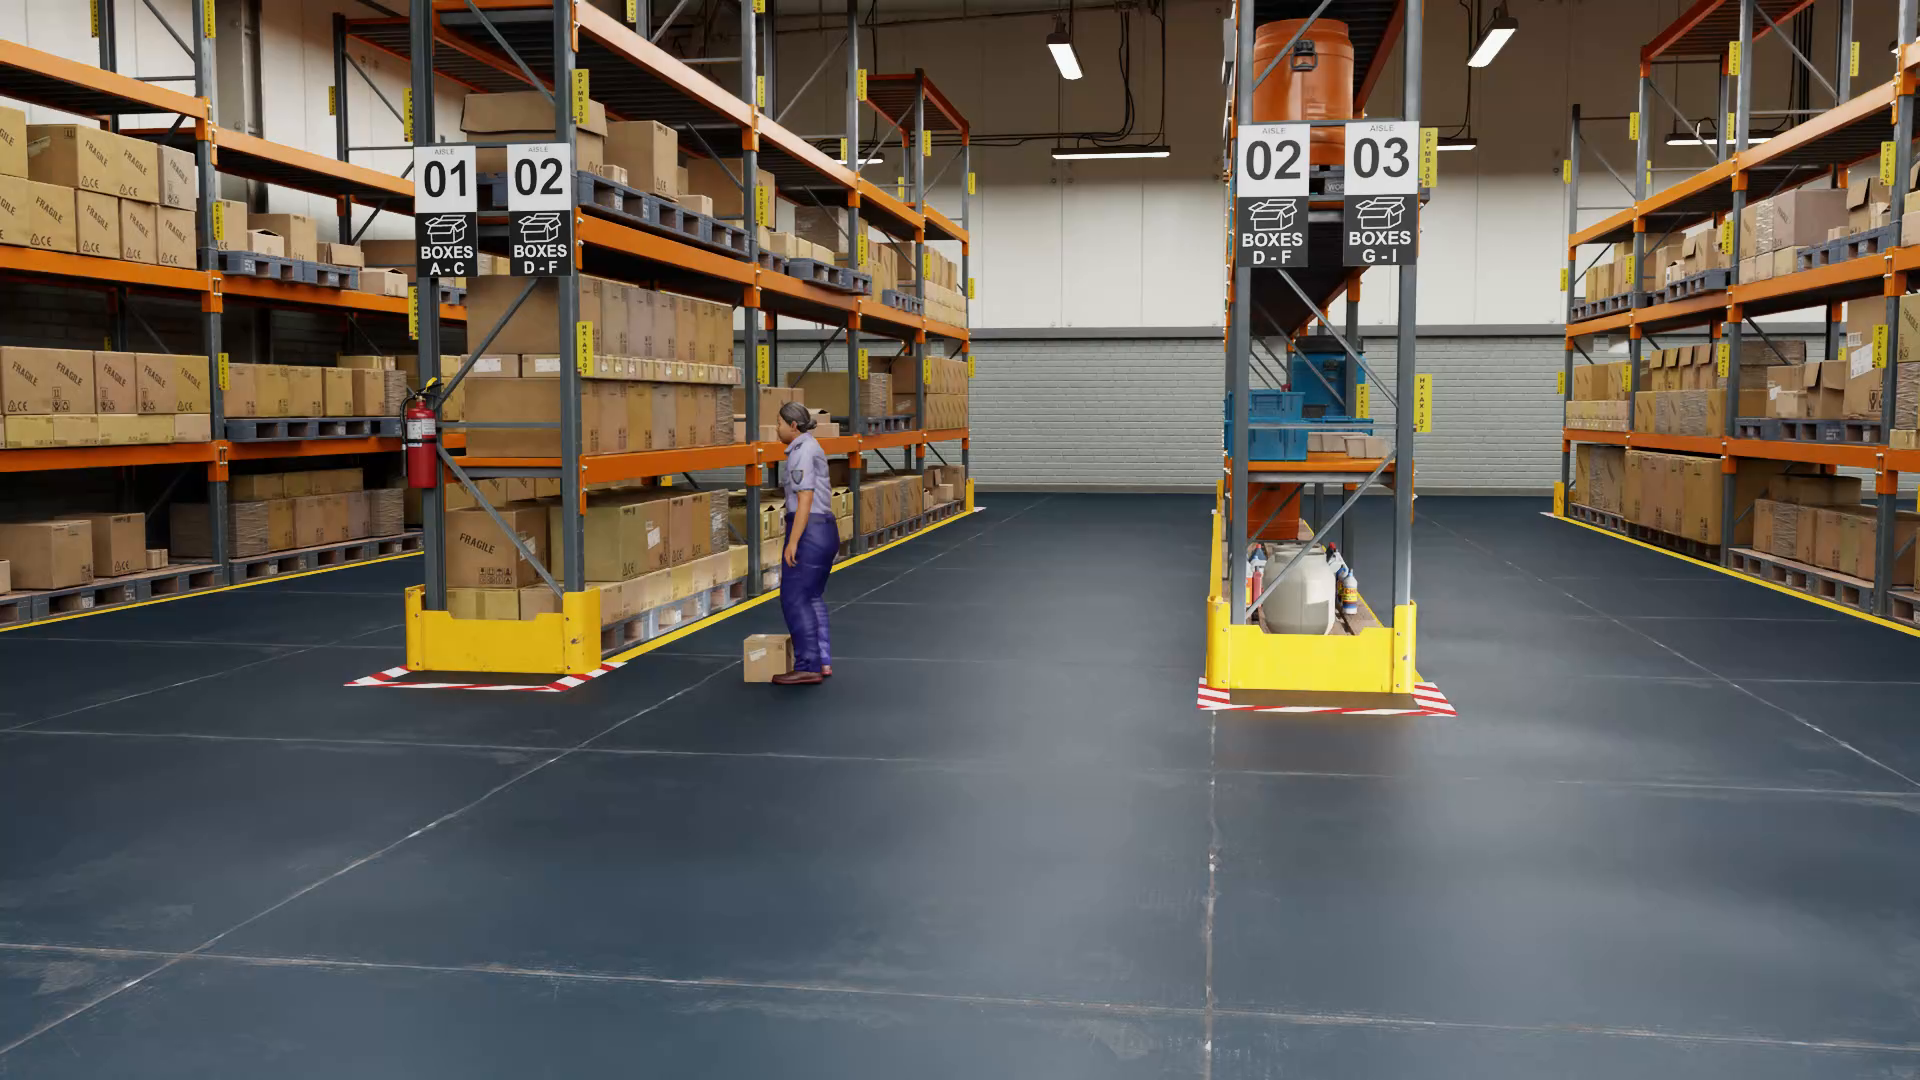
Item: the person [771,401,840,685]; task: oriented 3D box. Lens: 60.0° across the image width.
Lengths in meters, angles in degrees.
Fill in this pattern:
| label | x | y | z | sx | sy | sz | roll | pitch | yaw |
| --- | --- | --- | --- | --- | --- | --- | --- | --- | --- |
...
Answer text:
| label | x | y | z | sx | sy | sz | roll | pitch | yaw |
| --- | --- | --- | --- | --- | --- | --- | --- | --- | --- |
| person | -0.909 | 0.017 | 9.826 | 0.370 | 1.638 | 0.563 | 0 | 5 | 6 |
